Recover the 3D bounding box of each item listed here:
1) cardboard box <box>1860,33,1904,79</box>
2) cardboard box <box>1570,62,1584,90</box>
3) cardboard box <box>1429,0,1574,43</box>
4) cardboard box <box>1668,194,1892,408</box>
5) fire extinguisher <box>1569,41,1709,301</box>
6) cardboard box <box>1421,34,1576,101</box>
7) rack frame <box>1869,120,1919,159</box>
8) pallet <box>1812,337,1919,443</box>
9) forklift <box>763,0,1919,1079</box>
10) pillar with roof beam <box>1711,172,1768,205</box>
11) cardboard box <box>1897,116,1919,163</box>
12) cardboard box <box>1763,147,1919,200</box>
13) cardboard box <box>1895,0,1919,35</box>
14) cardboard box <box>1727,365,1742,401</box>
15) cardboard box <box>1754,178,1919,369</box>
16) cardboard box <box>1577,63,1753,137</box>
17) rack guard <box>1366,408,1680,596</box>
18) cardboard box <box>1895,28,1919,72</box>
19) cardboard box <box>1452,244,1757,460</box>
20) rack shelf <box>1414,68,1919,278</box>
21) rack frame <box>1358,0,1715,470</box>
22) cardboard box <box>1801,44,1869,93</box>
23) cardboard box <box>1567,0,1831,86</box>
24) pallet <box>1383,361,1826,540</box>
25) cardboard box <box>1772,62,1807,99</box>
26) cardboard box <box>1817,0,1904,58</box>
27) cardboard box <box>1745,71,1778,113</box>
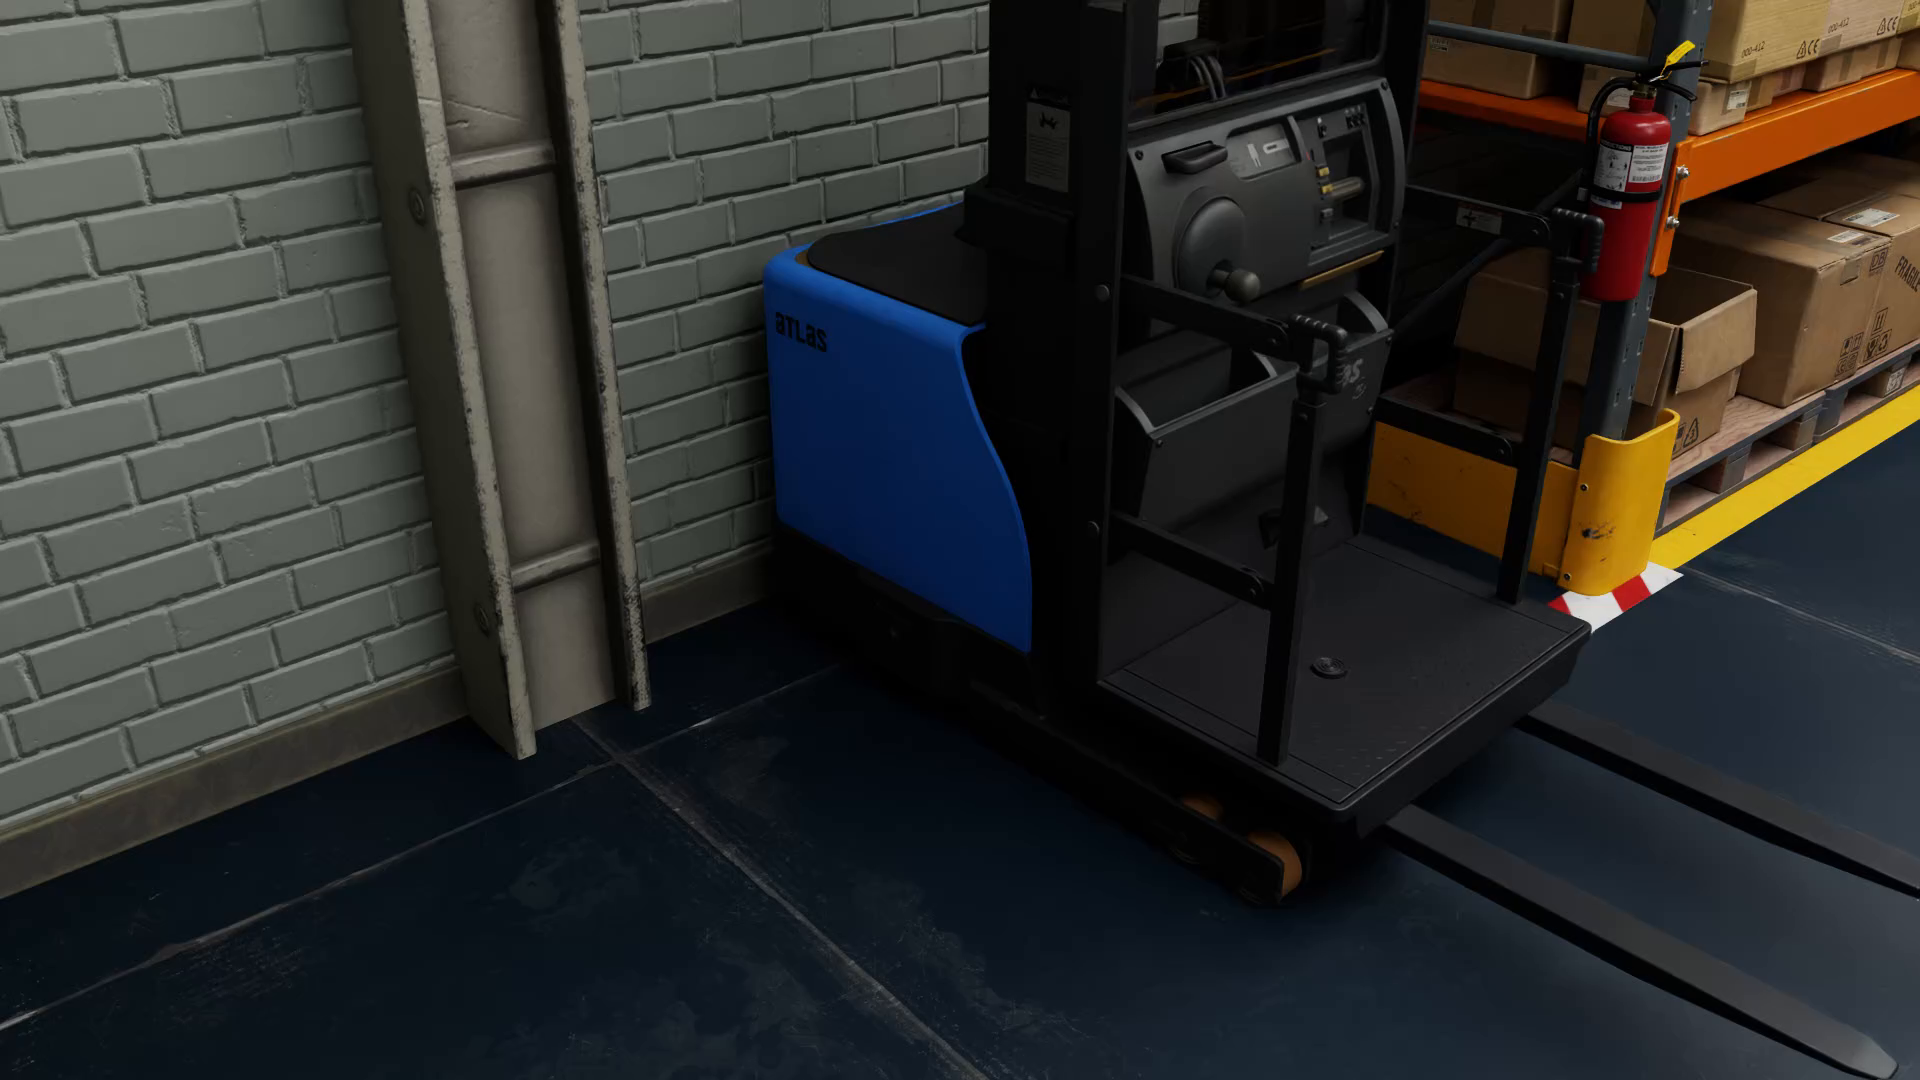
[{"bbox_3d":[2.767,-1.599,5.326,0.250,0.149,0.380,-21,35,-34],"label":"cardboard box"},{"bbox_3d":[1.879,-1.524,5.186,0.250,0.149,0.380,-21,34,-34],"label":"cardboard box"},{"bbox_3d":[1.745,-1.683,5.060,0.500,0.250,0.500,-21,34,-34],"label":"cardboard box"},{"bbox_3d":[2.770,-0.865,5.893,0.500,0.500,0.700,-20,34,-33],"label":"cardboard box"},{"bbox_3d":[1.756,-0.973,4.365,0.183,0.674,0.296,-22,35,-35],"label":"fire extinguisher"},{"bbox_3d":[1.646,-1.469,5.082,0.250,0.149,0.380,-22,35,-35],"label":"cardboard box"},{"bbox_3d":[4.611,-2.606,6.943,0.127,3.000,1.000,-22,35,-35],"label":"rack frame"},{"bbox_3d":[3.159,-0.791,6.506,1.213,0.211,1.003,-22,35,-35],"label":"pallet"},{"bbox_3d":[0.846,-0.752,3.548,1.130,2.935,3.031,-24,37,-38],"label":"forklift"},{"bbox_3d":[6.290,-3.818,2.847,0.400,9.000,9.100,-22,35,-35],"label":"pillar with roof beam"},{"bbox_3d":[4.792,-1.945,7.913,0.500,0.500,0.500,-22,35,-35],"label":"cardboard box"},{"bbox_3d":[3.560,-1.183,6.488,0.500,0.500,0.700,-23,36,-37],"label":"cardboard box"},{"bbox_3d":[2.855,-1.800,5.279,0.500,0.250,0.500,-23,36,-36],"label":"cardboard box"},{"bbox_3d":[2.443,-0.579,5.730,0.250,0.149,0.380,-24,36,-37],"label":"cardboard box"},{"bbox_3d":[3.237,-0.991,6.129,0.500,0.500,0.500,-21,35,-34],"label":"cardboard box"},{"bbox_3d":[1.996,-1.273,4.717,0.250,0.149,0.380,-22,35,-35],"label":"cardboard box"},{"bbox_3d":[1.626,-0.303,5.286,0.348,0.500,1.175,-22,35,-35],"label":"rack guard"},{"bbox_3d":[3.008,-1.650,5.421,0.250,0.149,0.380,-23,36,-36],"label":"cardboard box"},{"bbox_3d":[2.095,-0.619,5.429,0.637,0.503,0.797,-24,36,-37],"label":"cardboard box"},{"bbox_3d":[3.089,-1.676,5.968,4.000,0.370,1.077,-22,35,-35],"label":"rack shelf"},{"bbox_3d":[1.568,-1.382,4.653,0.127,3.000,1.000,-22,35,-35],"label":"rack frame"},{"bbox_3d":[2.569,-1.516,5.171,0.250,0.149,0.380,-21,34,-33],"label":"cardboard box"},{"bbox_3d":[2.088,-1.489,4.698,0.500,0.250,0.500,-22,35,-35],"label":"cardboard box"},{"bbox_3d":[2.231,-0.419,5.811,1.213,0.211,1.003,-22,35,-35],"label":"pallet"},{"bbox_3d":[2.337,-1.461,5.067,0.250,0.149,0.380,-22,35,-36],"label":"cardboard box"},{"bbox_3d":[2.471,-1.643,4.986,0.500,0.250,0.500,-21,35,-34],"label":"cardboard box"},{"bbox_3d":[2.159,-1.368,4.893,0.250,0.149,0.380,-21,35,-34],"label":"cardboard box"}]
